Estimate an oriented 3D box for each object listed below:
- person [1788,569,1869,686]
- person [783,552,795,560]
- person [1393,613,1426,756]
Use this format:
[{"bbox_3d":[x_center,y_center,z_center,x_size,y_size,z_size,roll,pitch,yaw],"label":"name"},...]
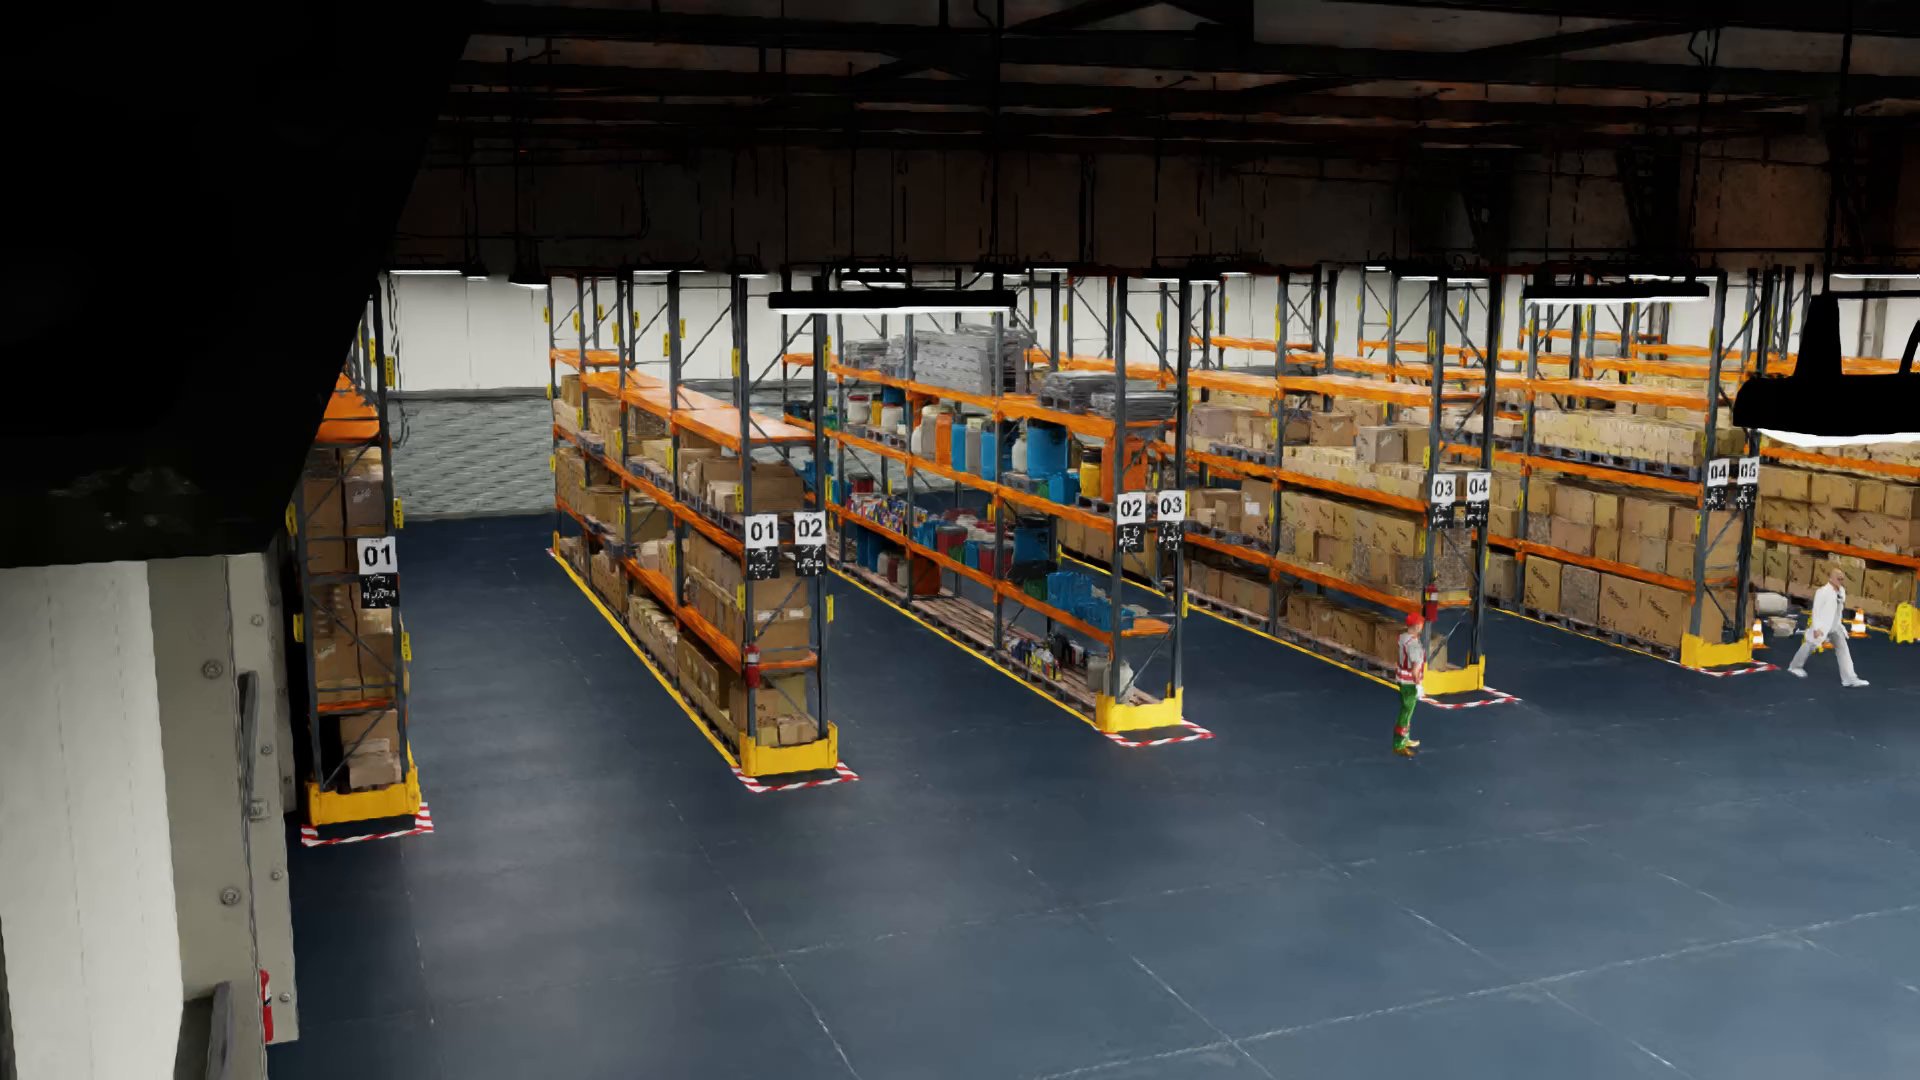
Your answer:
[{"bbox_3d":[12.775,1.255,24.447,0.598,1.698,1.194,-3,10,-19],"label":"person"},{"bbox_3d":[-2.915,0.649,28.232,0.455,1.587,1.088,-4,11,-23],"label":"person"},{"bbox_3d":[5.709,1.797,21.095,0.433,1.790,0.626,0,10,0],"label":"person"}]
